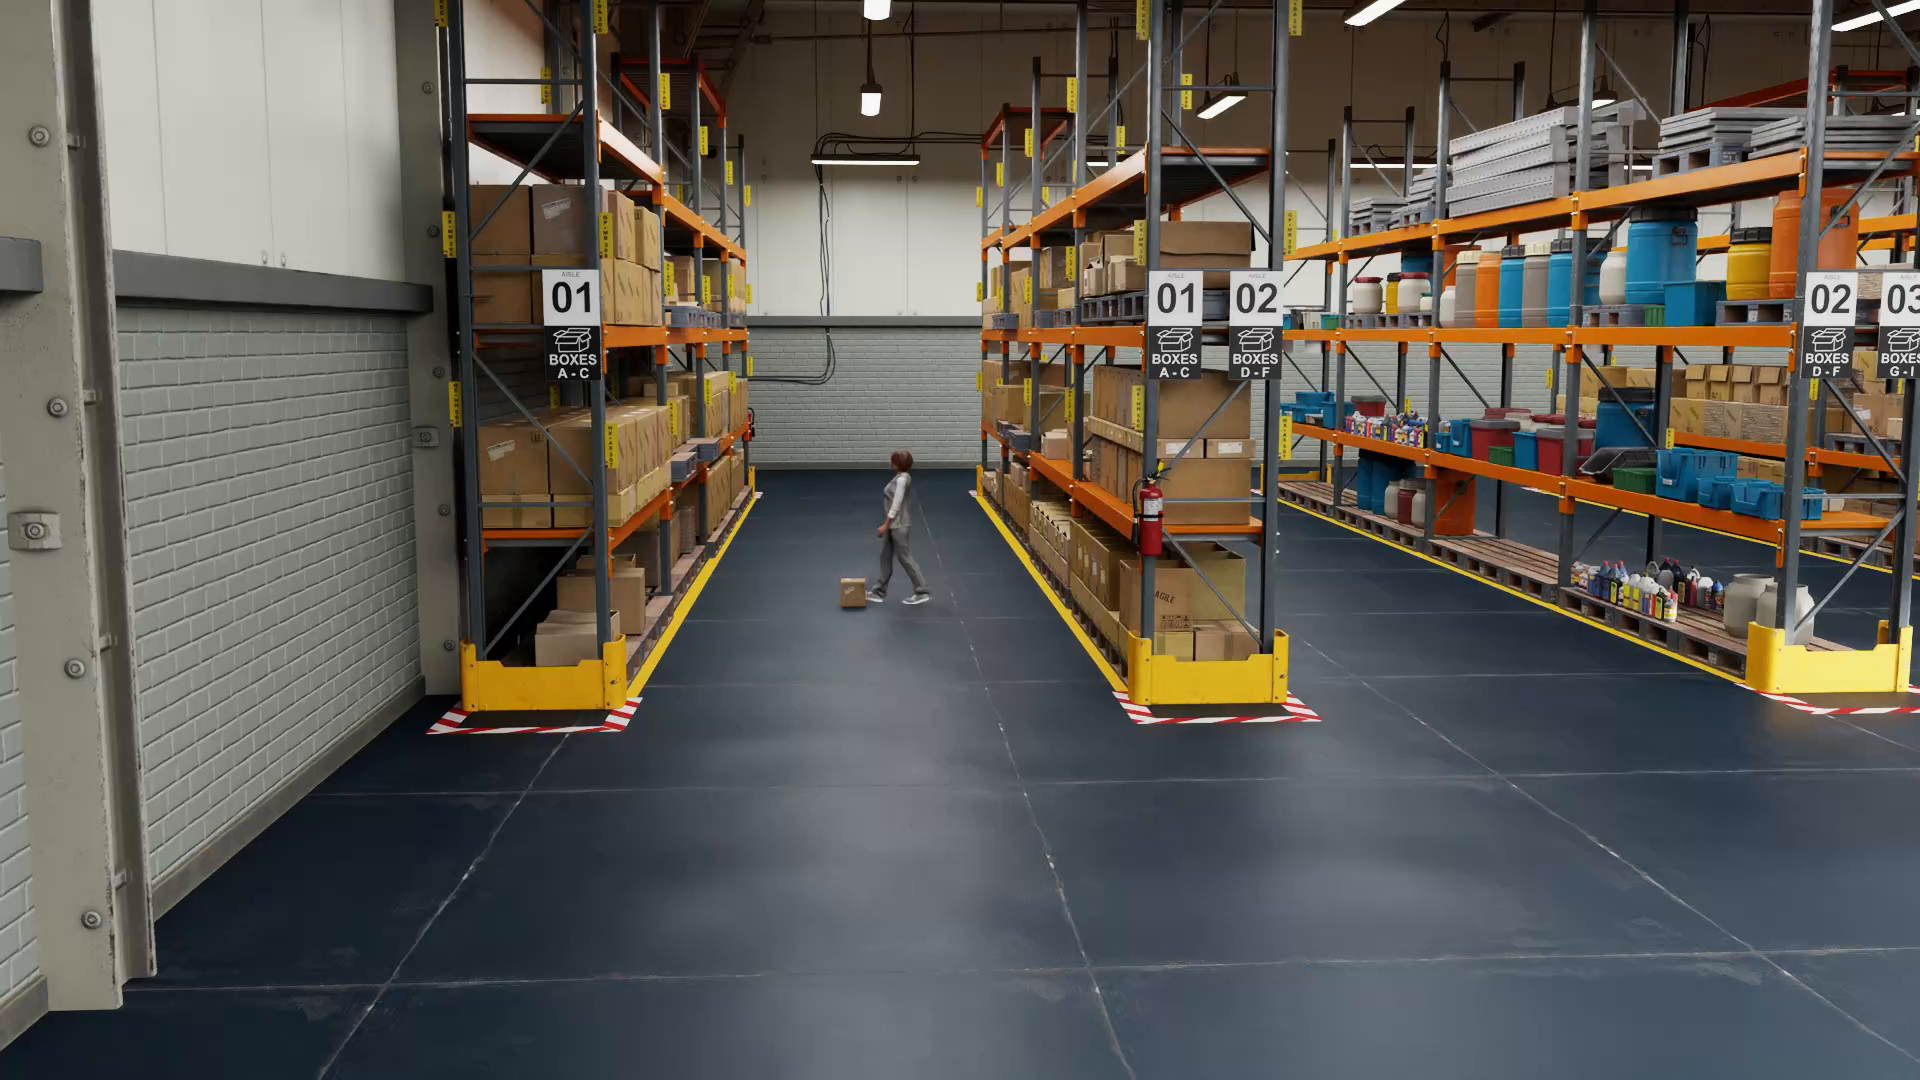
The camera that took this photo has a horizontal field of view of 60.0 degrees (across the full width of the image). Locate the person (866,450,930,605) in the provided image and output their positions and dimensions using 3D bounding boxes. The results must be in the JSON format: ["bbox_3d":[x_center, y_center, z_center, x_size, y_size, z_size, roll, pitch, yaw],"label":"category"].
[{"bbox_3d":[-0.685,-0.130,16.896,0.738,1.577,0.417,0,7,-3],"label":"person"}]
